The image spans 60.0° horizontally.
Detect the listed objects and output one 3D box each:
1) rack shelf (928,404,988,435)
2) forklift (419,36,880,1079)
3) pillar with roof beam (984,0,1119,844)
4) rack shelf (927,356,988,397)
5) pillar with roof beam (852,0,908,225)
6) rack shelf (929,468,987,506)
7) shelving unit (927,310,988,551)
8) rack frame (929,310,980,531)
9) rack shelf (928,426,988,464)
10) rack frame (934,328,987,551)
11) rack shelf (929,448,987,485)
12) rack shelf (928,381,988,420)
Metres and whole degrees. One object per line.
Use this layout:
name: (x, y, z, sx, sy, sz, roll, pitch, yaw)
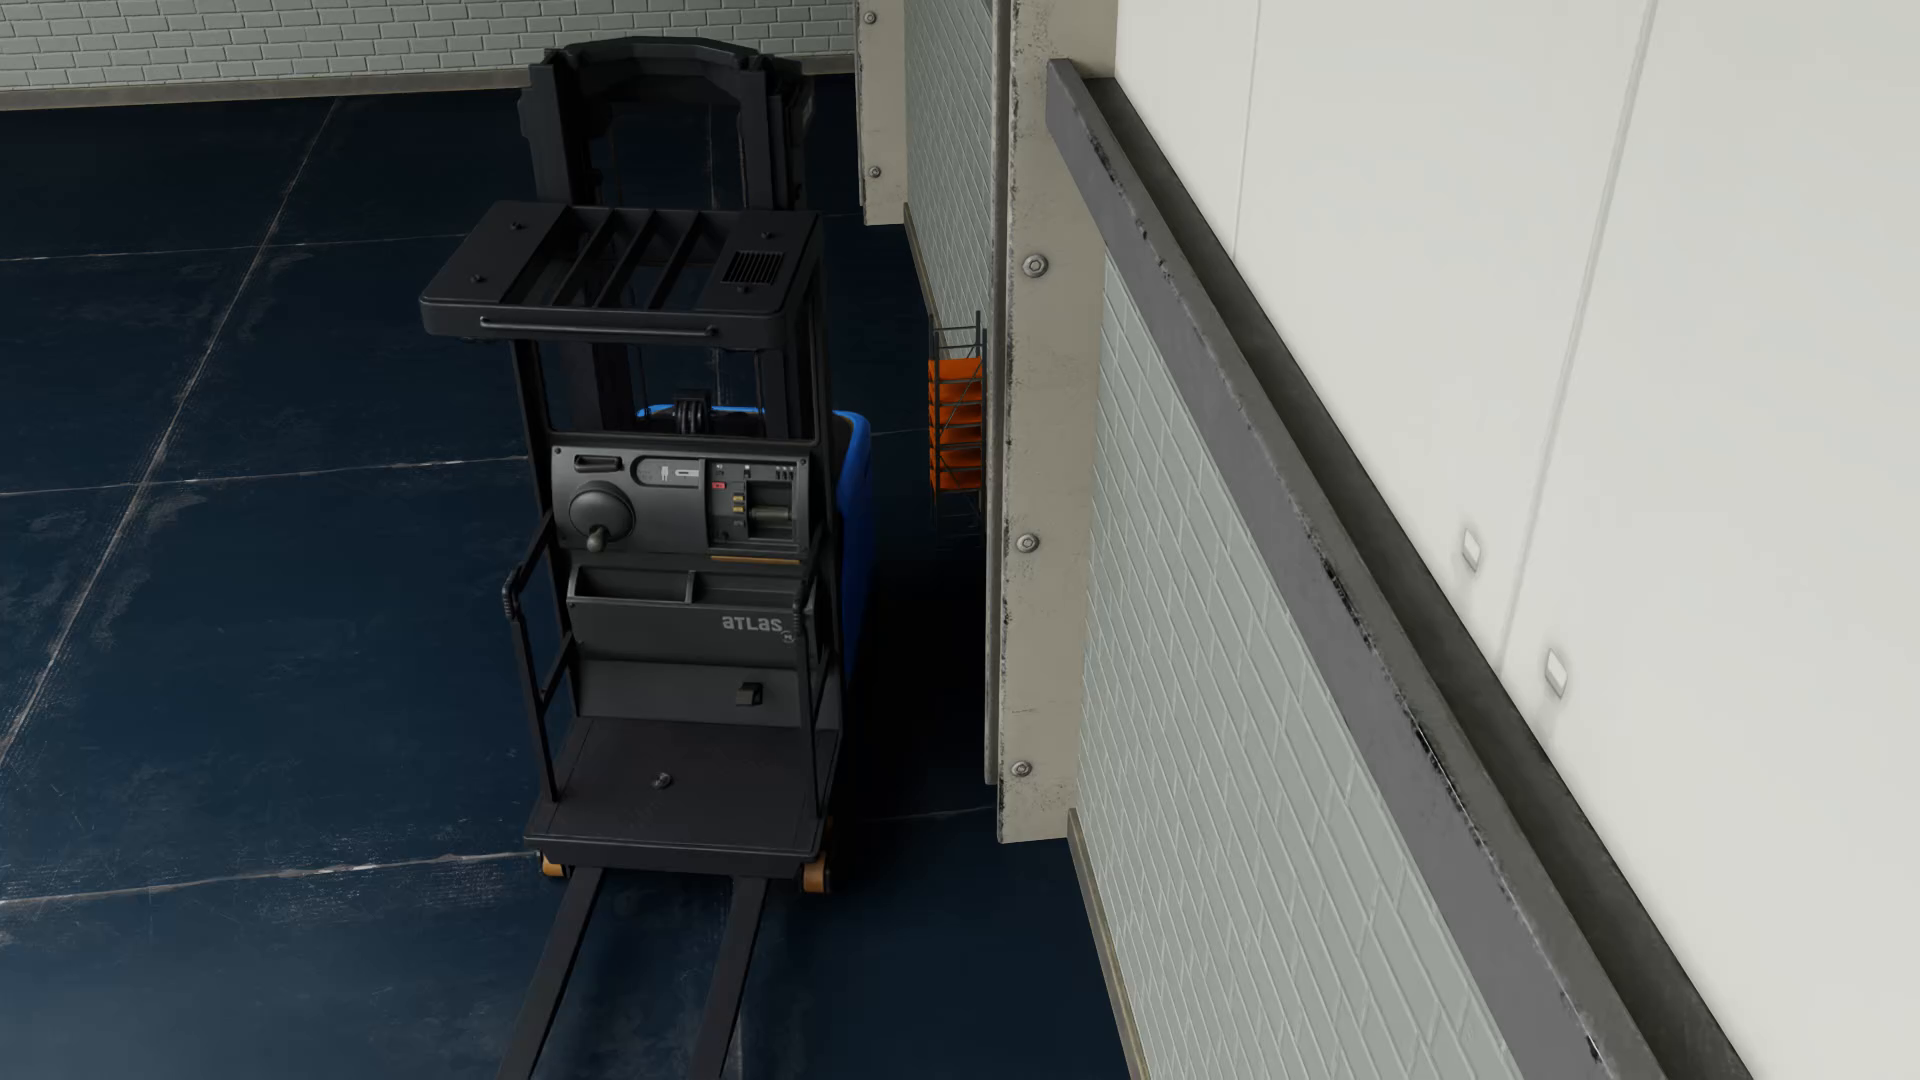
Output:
rack shelf: (-0.011, -0.564, 7.879, 0.258, 0.103, 0.180, -5, 35, -7)
forklift: (-1.011, -0.076, 5.759, 1.130, 2.935, 3.031, 3, 34, 4)
pillar with roof beam: (-3.988, -2.327, 3.674, 9.100, 9.000, 0.400, -4, 35, -6)
rack shelf: (-0.011, -0.763, 7.743, 0.258, 0.103, 0.180, -5, 35, -7)
pillar with roof beam: (-4.795, -5.675, 8.587, 9.100, 9.000, 0.400, -4, 35, -6)
rack shelf: (-0.011, -0.267, 8.081, 0.258, 0.103, 0.180, -5, 35, -7)
shelving unit: (-0.011, -0.502, 7.921, 0.258, 1.200, 0.189, -5, 35, -7)
rack frame: (-0.025, -0.553, 7.996, 0.240, 1.200, 0.006, -5, 35, -7)
rack shelf: (-0.011, -0.465, 7.946, 0.258, 0.103, 0.180, -5, 35, -7)
rack frame: (0.003, -0.451, 7.846, 0.240, 1.200, 0.006, -5, 35, -7)
rack shelf: (-0.011, -0.366, 8.014, 0.258, 0.103, 0.180, -5, 35, -7)
rack shelf: (-0.011, -0.664, 7.811, 0.258, 0.103, 0.180, -5, 35, -7)
